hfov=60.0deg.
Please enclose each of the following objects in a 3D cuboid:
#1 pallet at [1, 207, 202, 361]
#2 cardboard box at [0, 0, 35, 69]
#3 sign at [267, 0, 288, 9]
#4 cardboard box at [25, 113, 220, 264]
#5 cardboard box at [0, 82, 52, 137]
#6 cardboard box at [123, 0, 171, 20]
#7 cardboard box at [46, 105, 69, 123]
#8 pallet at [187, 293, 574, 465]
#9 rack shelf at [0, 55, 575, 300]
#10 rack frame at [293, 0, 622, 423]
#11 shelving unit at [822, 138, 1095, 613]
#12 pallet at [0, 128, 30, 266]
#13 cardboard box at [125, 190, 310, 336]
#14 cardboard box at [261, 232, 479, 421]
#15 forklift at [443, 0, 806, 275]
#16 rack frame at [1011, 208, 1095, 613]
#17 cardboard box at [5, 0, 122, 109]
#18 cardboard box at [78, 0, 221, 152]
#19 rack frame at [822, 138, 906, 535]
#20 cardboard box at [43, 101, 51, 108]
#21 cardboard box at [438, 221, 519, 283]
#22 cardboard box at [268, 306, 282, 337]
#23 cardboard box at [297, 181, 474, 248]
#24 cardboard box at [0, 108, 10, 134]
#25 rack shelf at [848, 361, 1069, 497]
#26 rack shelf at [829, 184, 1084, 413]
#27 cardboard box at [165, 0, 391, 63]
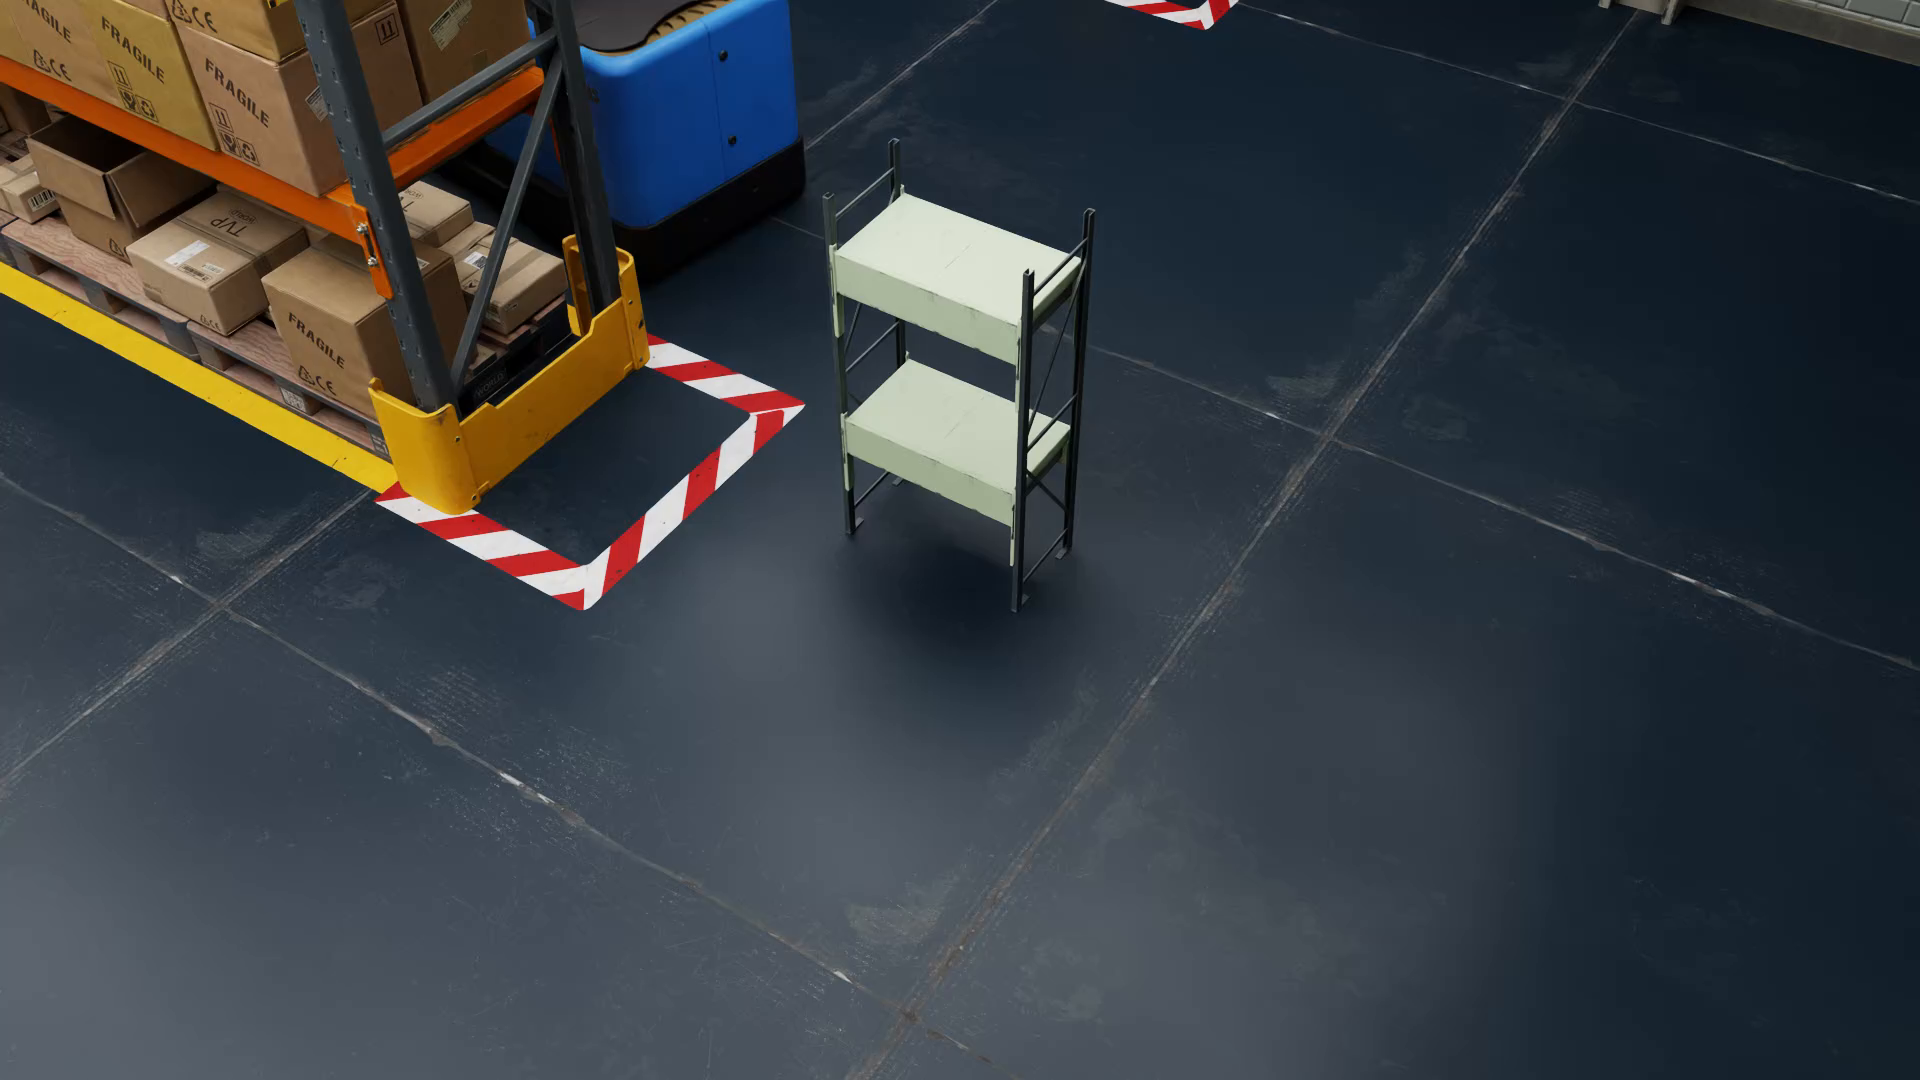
[{"bbox_3d":[-3.433,-1.350,7.415,1.213,0.211,1.003,25,51,22],"label":"pallet"},{"bbox_3d":[-3.478,-2.146,6.174,0.500,0.500,0.500,24,50,22],"label":"cardboard box"},{"bbox_3d":[-1.991,-1.698,4.780,0.005,0.325,0.100,25,51,22],"label":"sign"},{"bbox_3d":[-3.457,-1.619,7.166,0.637,0.503,0.797,25,51,22],"label":"cardboard box"},{"bbox_3d":[-4.409,-2.293,7.823,0.500,0.500,0.500,25,51,22],"label":"cardboard box"},{"bbox_3d":[-2.623,-2.096,5.428,0.500,0.500,0.500,26,51,23],"label":"cardboard box"},{"bbox_3d":[-3.777,-1.937,7.608,0.500,0.311,0.500,25,51,22],"label":"cardboard box"},{"bbox_3d":[-2.410,-0.877,6.955,1.213,0.211,1.003,25,51,22],"label":"pallet"},{"bbox_3d":[-3.358,-2.035,6.637,4.000,0.370,1.077,25,51,22],"label":"rack shelf"},{"bbox_3d":[-1.674,-1.511,5.627,0.127,3.000,1.000,25,51,22],"label":"rack frame"},{"bbox_3d":[-0.006,-0.525,5.715,0.755,1.500,0.431,25,51,22],"label":"shelving unit"},{"bbox_3d":[-4.464,-1.822,7.873,1.213,0.211,1.003,25,51,22],"label":"pallet"},{"bbox_3d":[-3.049,-1.154,6.890,0.500,0.250,0.500,25,51,22],"label":"cardboard box"},{"bbox_3d":[-2.265,-0.855,6.426,0.500,0.500,0.500,25,51,22],"label":"cardboard box"},{"bbox_3d":[-2.163,-3.098,7.217,3.031,2.935,1.130,32,54,27],"label":"forklift"},{"bbox_3d":[0.302,-0.384,5.577,0.023,1.500,0.400,25,51,22],"label":"rack frame"},{"bbox_3d":[-3.054,-1.950,5.984,0.500,0.500,0.500,25,51,22],"label":"cardboard box"},{"bbox_3d":[-2.637,-1.754,5.793,0.500,0.500,0.500,25,51,22],"label":"cardboard box"},{"bbox_3d":[-0.314,-0.667,5.852,0.023,1.500,0.400,25,51,22],"label":"rack frame"},{"bbox_3d":[-4.061,-2.061,7.843,0.250,0.149,0.380,25,51,22],"label":"cardboard box"},{"bbox_3d":[-2.052,-1.144,6.939,0.250,0.166,0.380,25,51,22],"label":"cardboard box"},{"bbox_3d":[-2.557,-0.950,6.751,0.250,0.166,0.380,25,51,22],"label":"cardboard box"},{"bbox_3d":[-2.400,-1.282,7.014,0.500,0.250,0.500,25,51,22],"label":"cardboard box"},{"bbox_3d":[-4.805,-1.983,7.654,0.500,0.311,0.500,25,51,22],"label":"cardboard box"},{"bbox_3d":[-0.006,-0.366,5.878,0.686,0.124,0.368,25,51,22],"label":"rack shelf"},{"bbox_3d":[-0.006,-0.797,5.435,0.720,0.370,0.431,25,51,22],"label":"rack shelf"},{"bbox_3d":[-2.197,-1.901,5.239,0.500,0.500,0.500,24,51,22],"label":"cardboard box"}]
